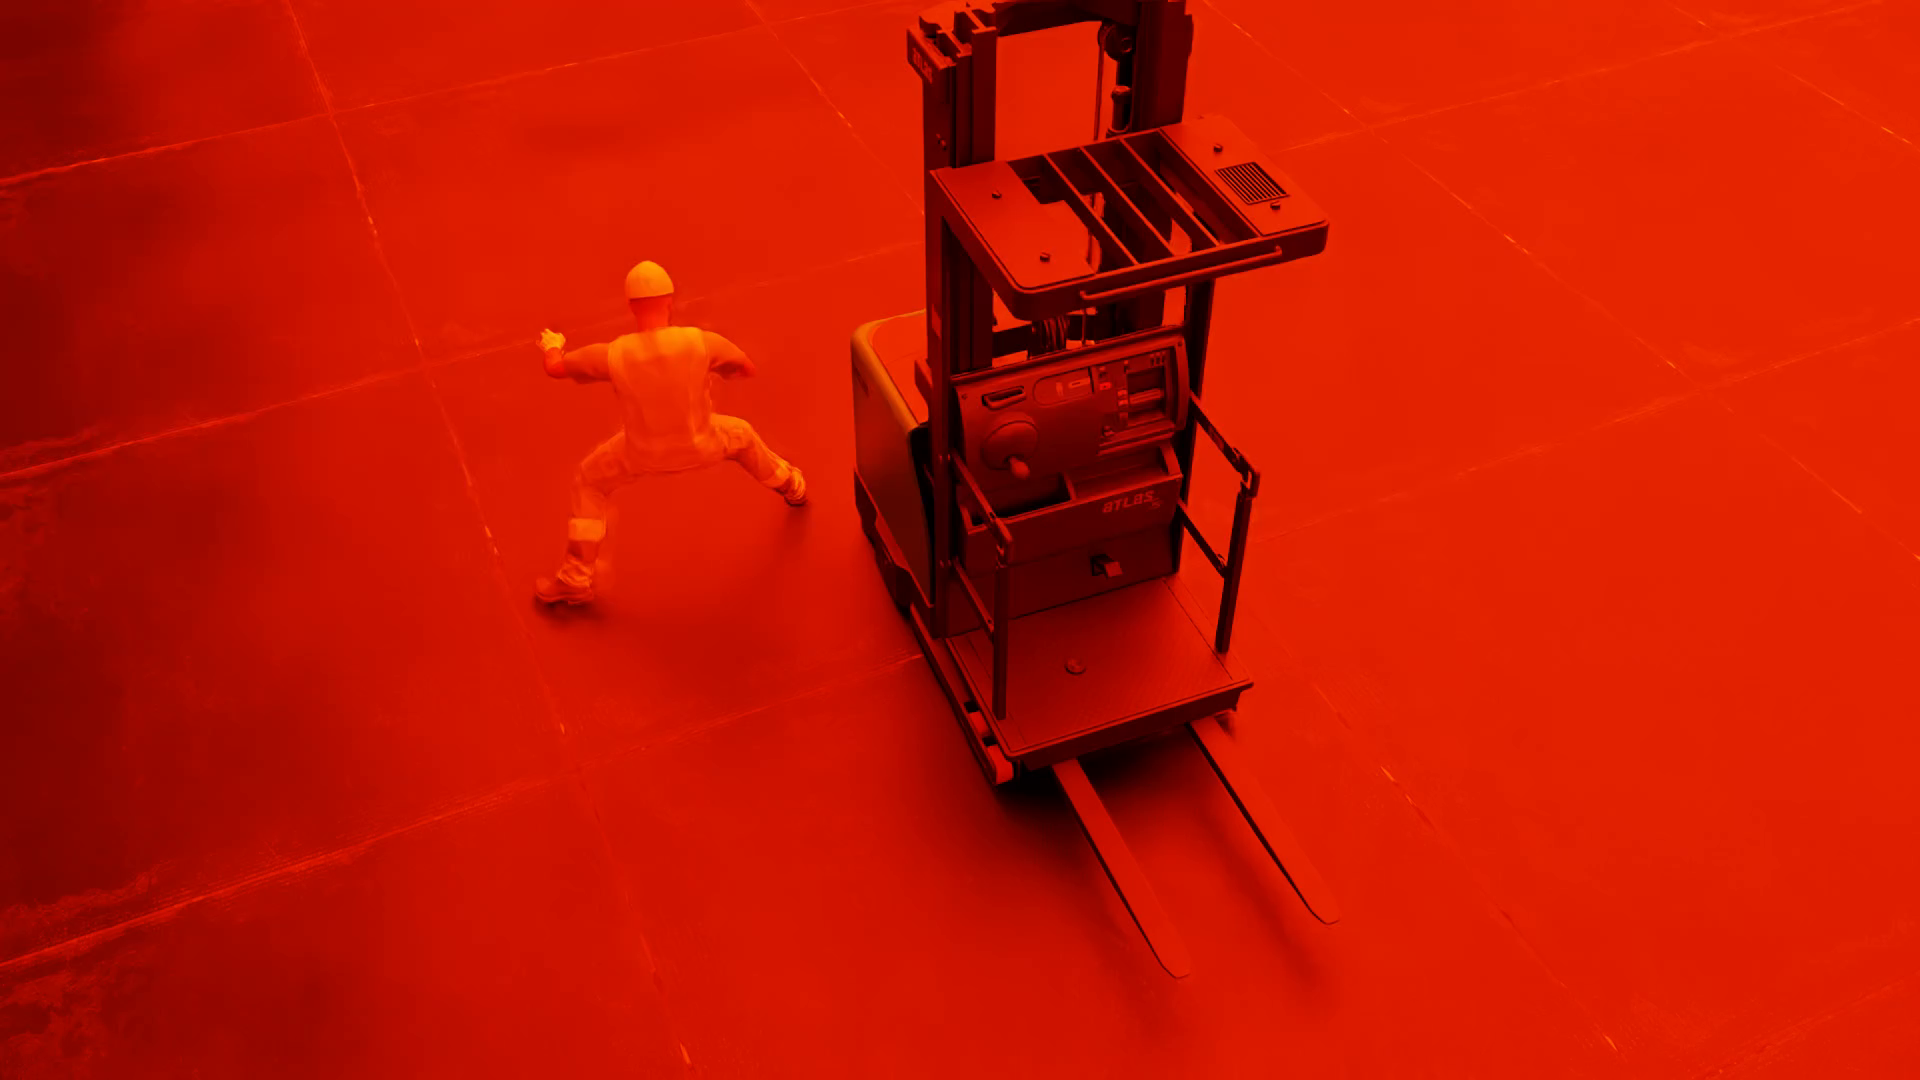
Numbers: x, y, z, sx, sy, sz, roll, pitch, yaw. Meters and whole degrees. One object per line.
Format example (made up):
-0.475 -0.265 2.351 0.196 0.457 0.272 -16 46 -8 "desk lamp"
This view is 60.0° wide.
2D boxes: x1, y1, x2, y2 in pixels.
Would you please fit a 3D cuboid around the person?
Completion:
-1.337 -0.566 7.288 1.301 1.566 0.848 -8 44 -8 "person"

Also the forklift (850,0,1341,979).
0.515 -0.409 6.118 1.130 2.935 3.031 -15 45 -16 "forklift"
